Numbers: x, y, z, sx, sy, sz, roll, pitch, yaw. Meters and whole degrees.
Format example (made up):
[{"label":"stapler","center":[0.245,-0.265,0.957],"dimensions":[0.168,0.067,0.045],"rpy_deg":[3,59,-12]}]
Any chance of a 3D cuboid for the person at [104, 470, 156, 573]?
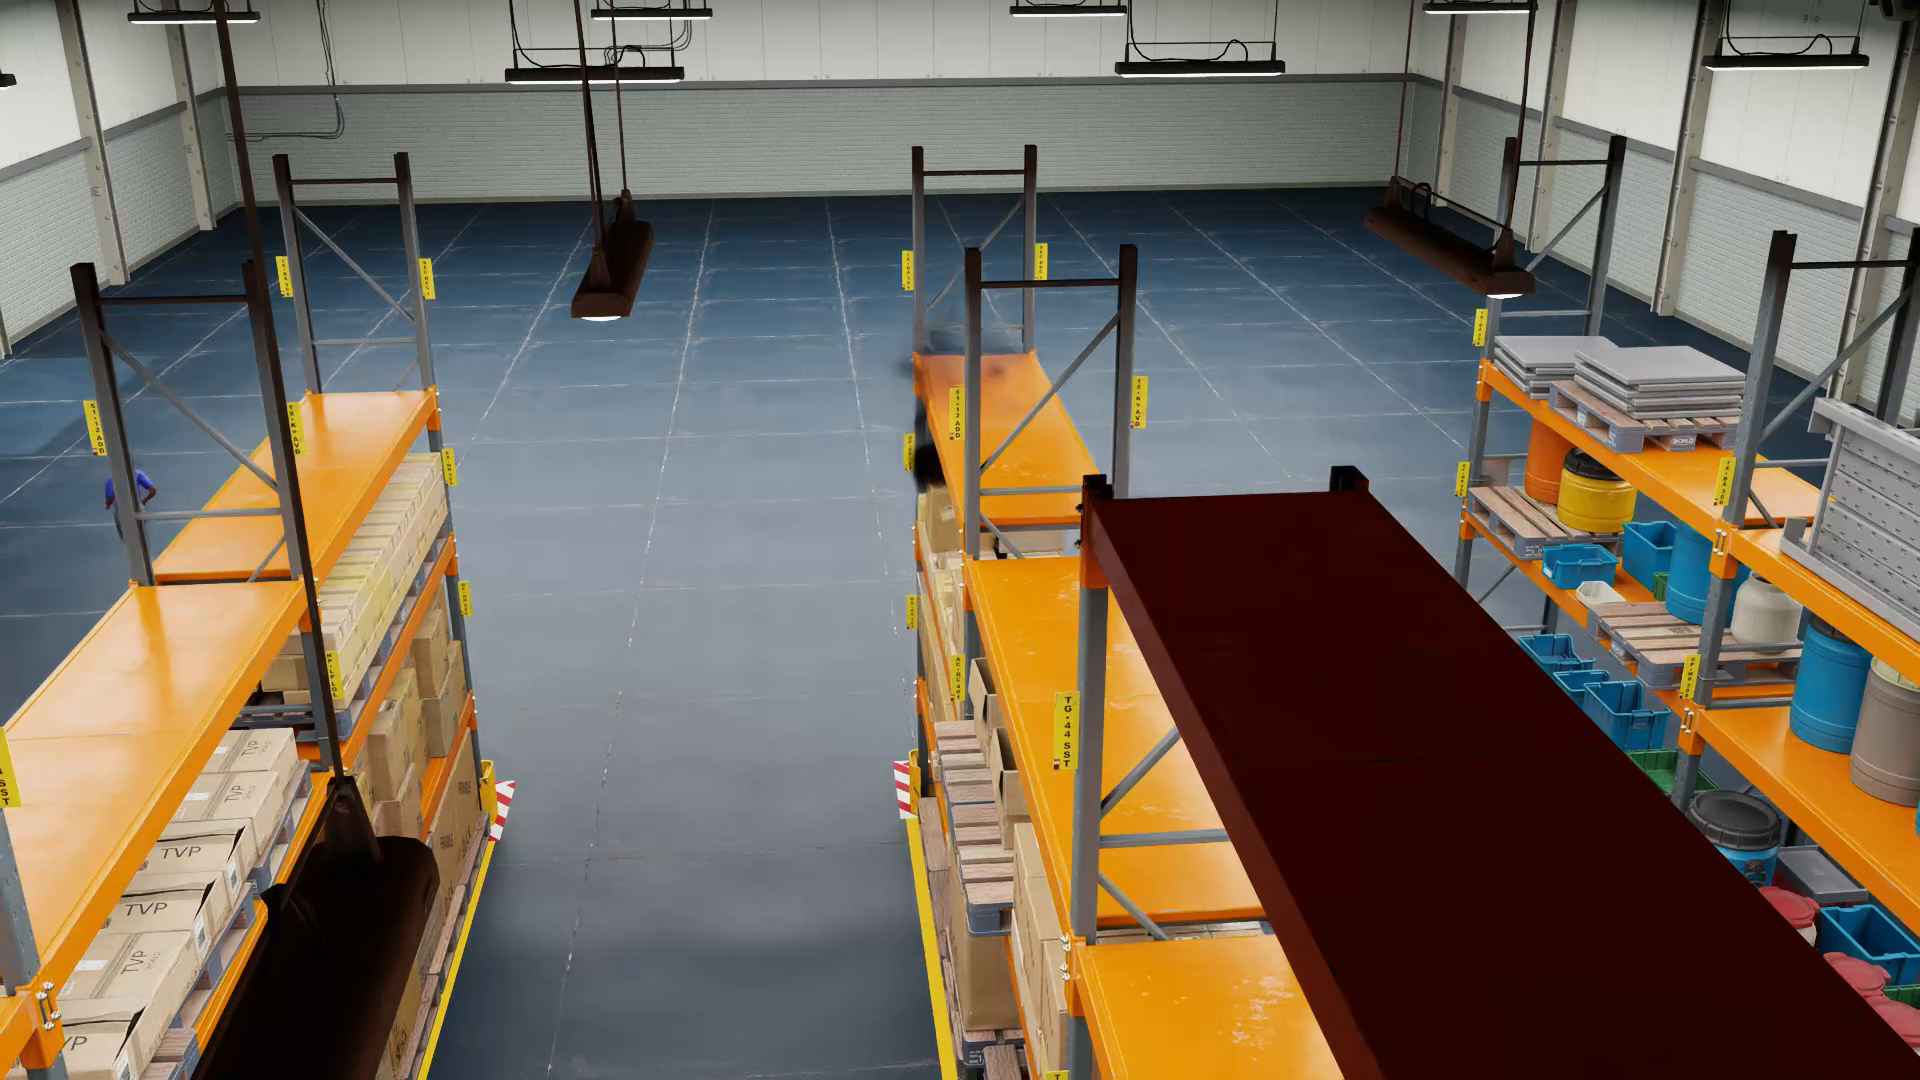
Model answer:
[{"label":"person","center":[-10.053,-0.286,20.198],"dimensions":[0.738,1.642,0.577],"rpy_deg":[19,28,39]}]
